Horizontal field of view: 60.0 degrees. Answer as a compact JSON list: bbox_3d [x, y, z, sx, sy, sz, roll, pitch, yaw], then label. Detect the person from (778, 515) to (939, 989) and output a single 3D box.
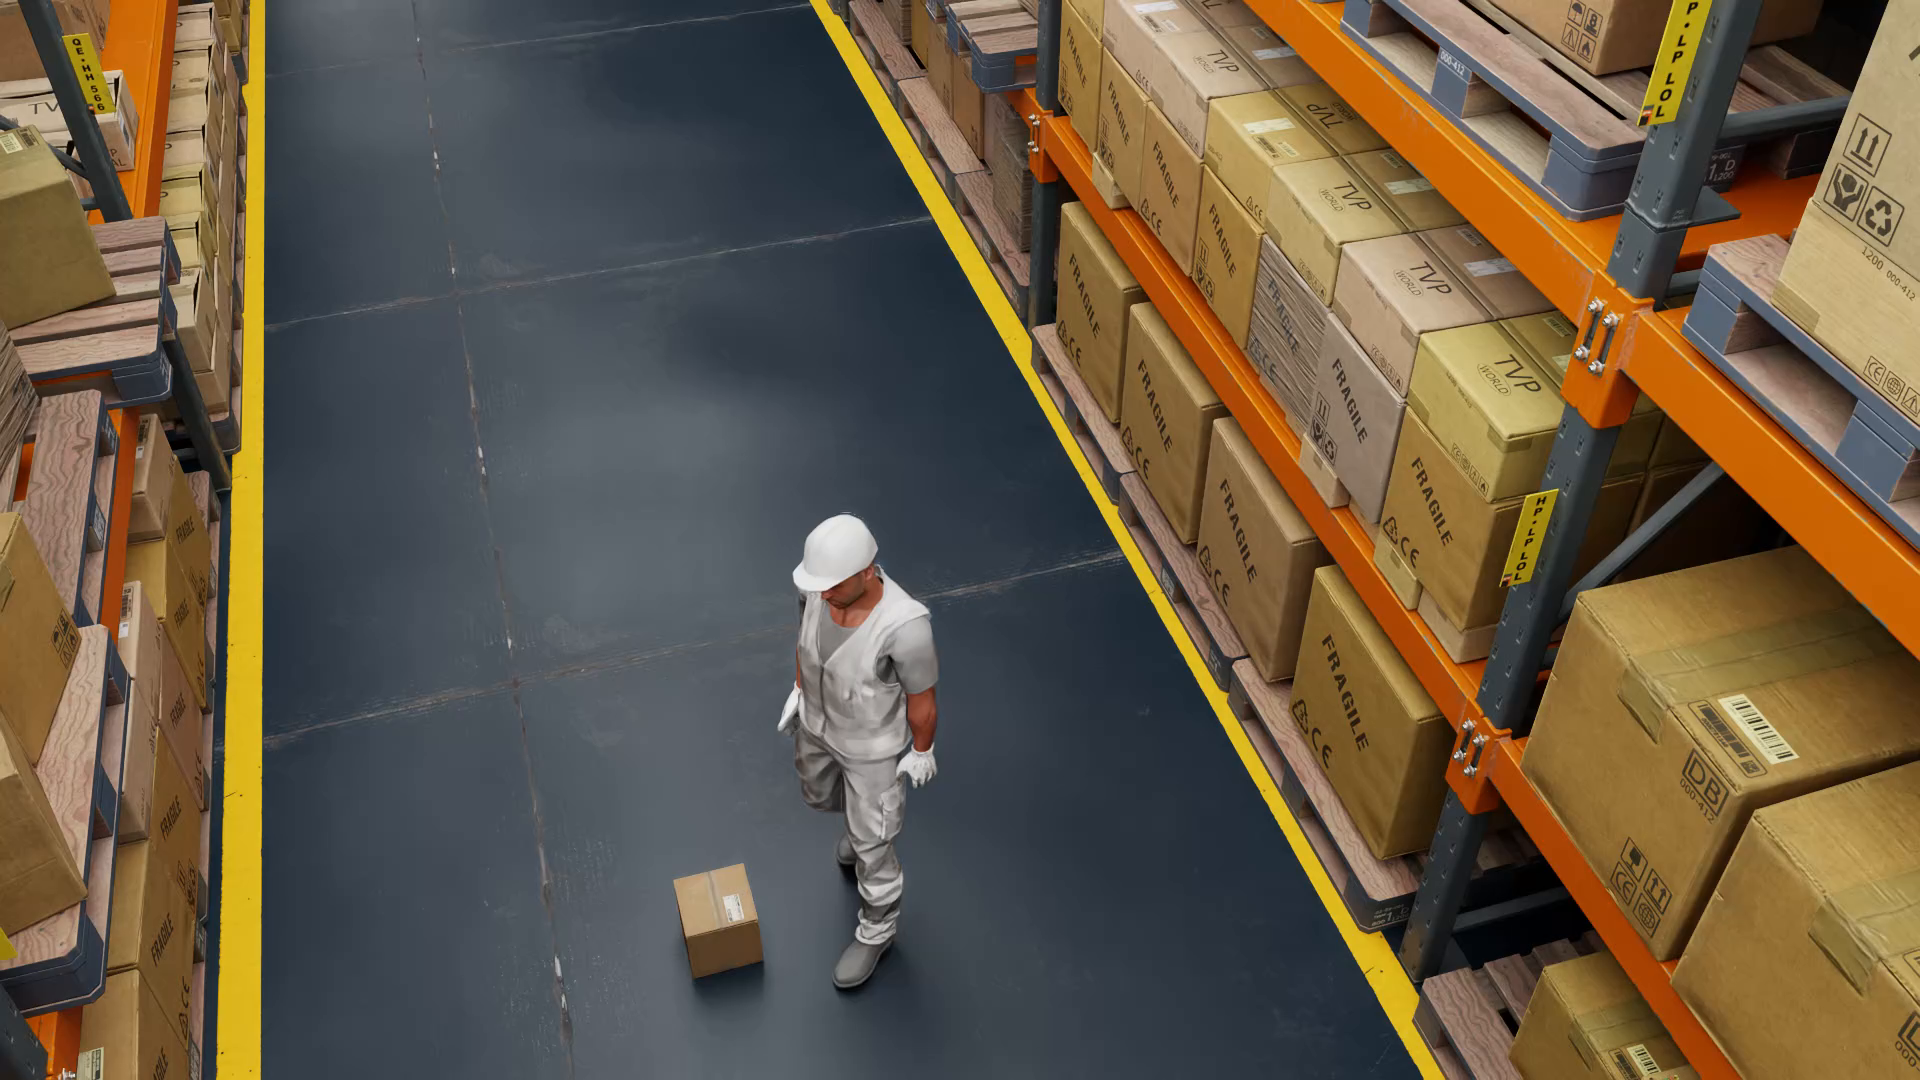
[{"bbox_3d":[-0.370,0.634,5.425,0.570,1.775,0.647,32,51,30],"label":"person"}]
